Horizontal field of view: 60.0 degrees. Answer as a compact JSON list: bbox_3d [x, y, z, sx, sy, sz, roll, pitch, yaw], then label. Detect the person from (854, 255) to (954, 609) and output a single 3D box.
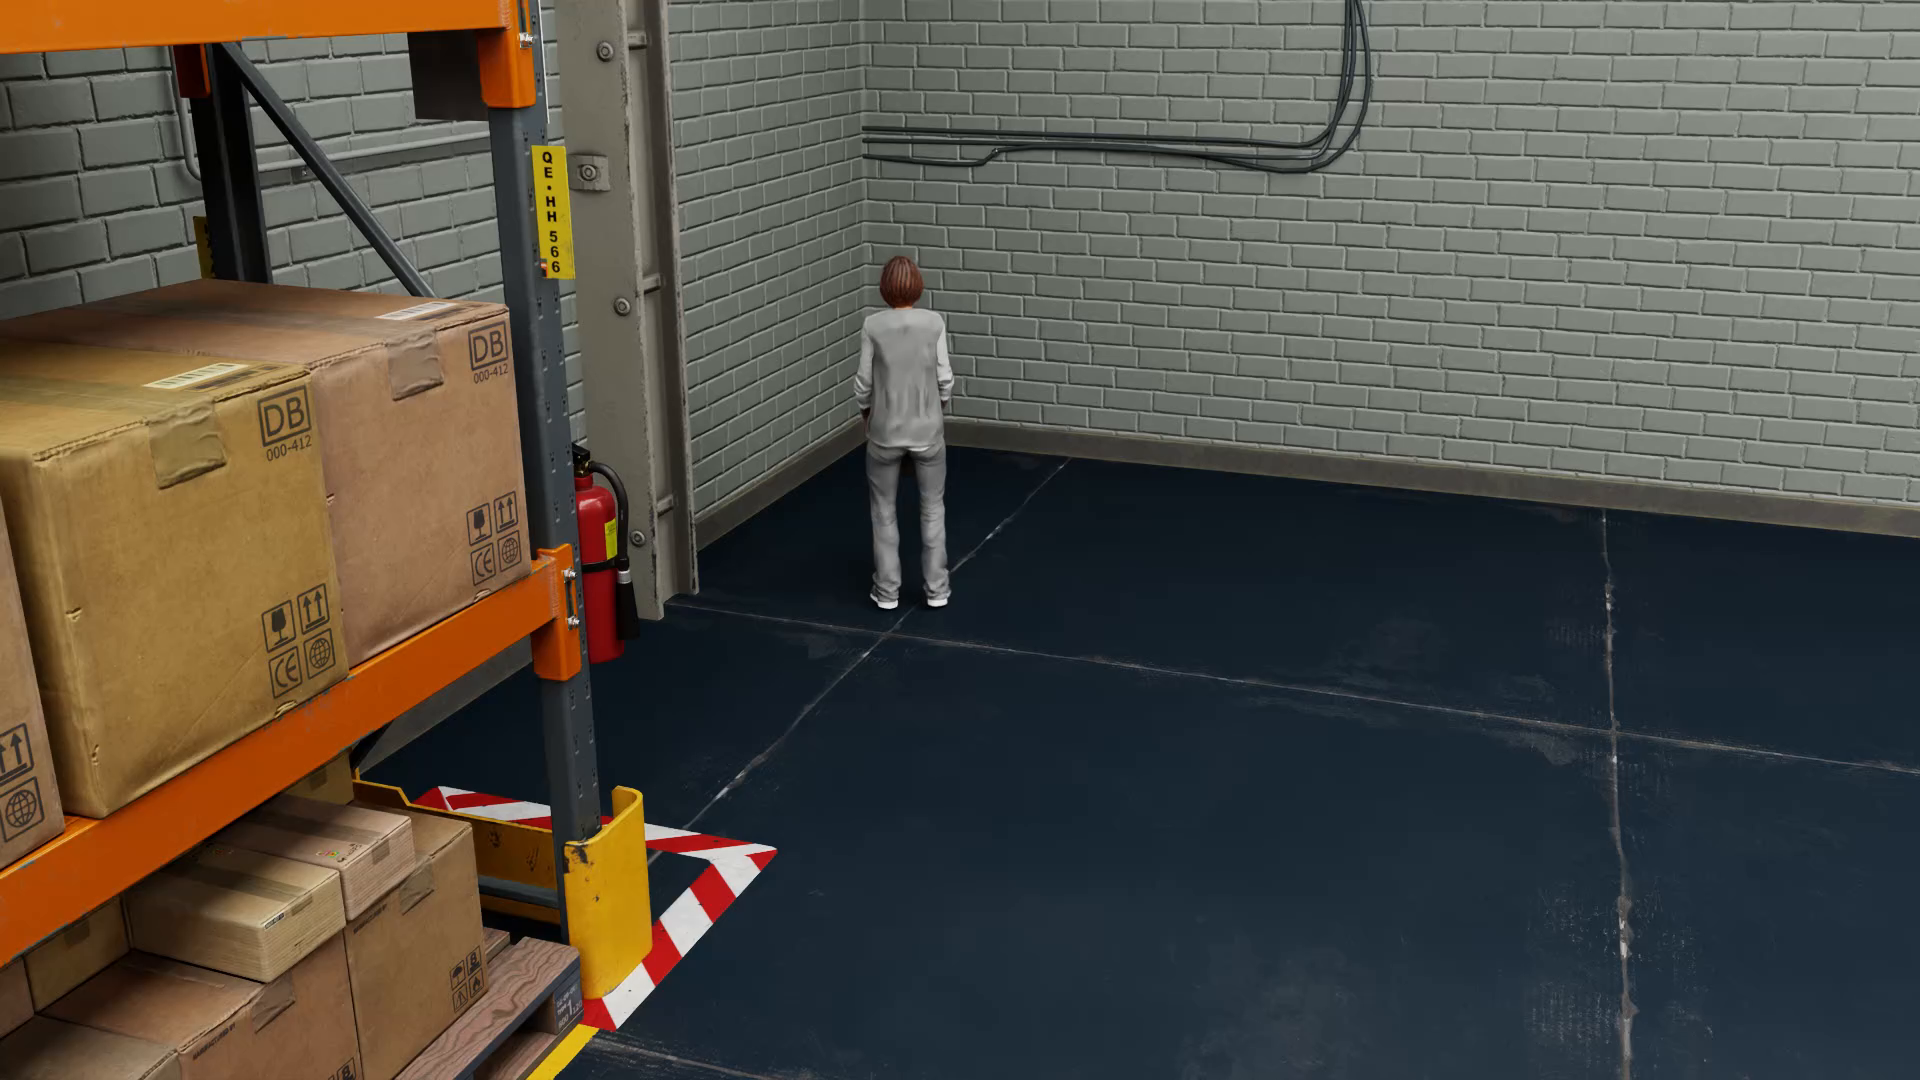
[{"bbox_3d":[-0.248,-0.470,7.435,0.445,1.602,0.371,-2,19,-7],"label":"person"}]
